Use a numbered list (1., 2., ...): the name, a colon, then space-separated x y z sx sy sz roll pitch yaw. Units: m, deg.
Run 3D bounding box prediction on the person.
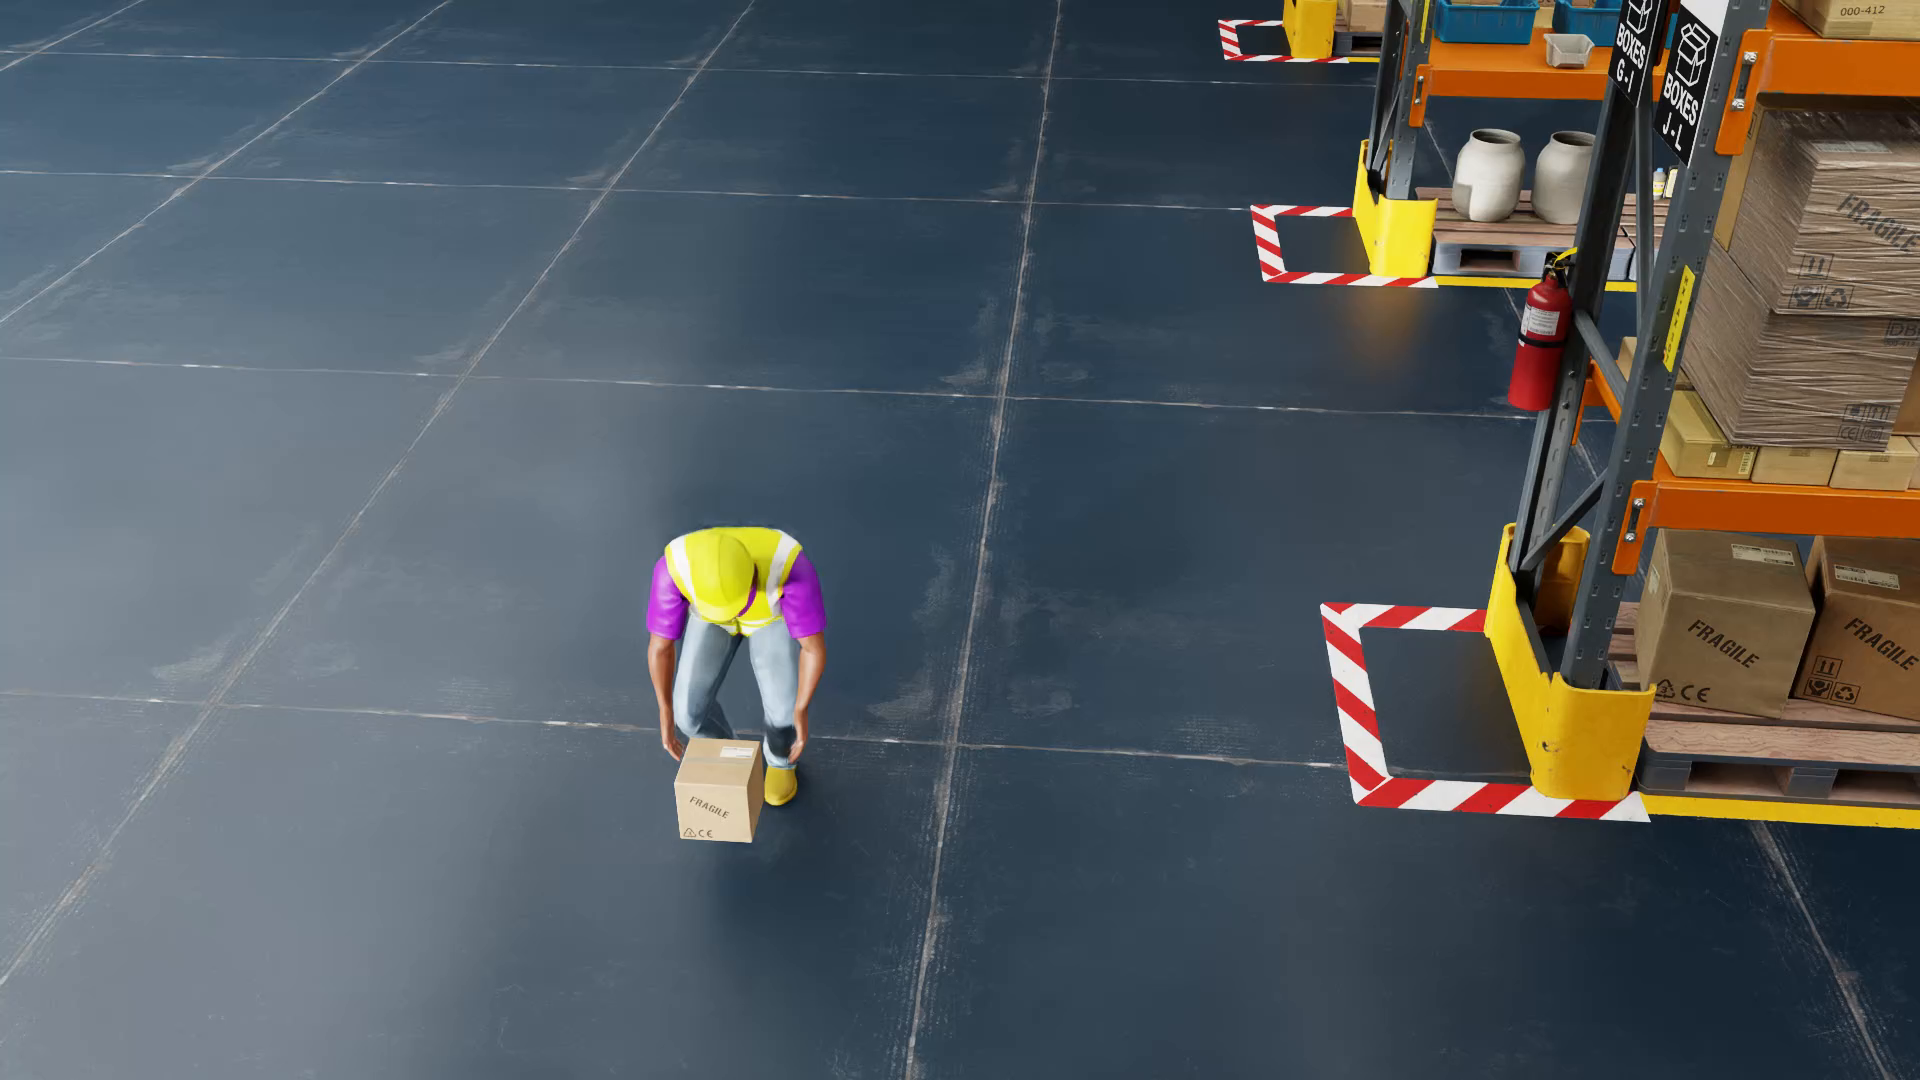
1. person: -0.763 0.389 5.942 0.628 1.288 0.813 3 32 4
